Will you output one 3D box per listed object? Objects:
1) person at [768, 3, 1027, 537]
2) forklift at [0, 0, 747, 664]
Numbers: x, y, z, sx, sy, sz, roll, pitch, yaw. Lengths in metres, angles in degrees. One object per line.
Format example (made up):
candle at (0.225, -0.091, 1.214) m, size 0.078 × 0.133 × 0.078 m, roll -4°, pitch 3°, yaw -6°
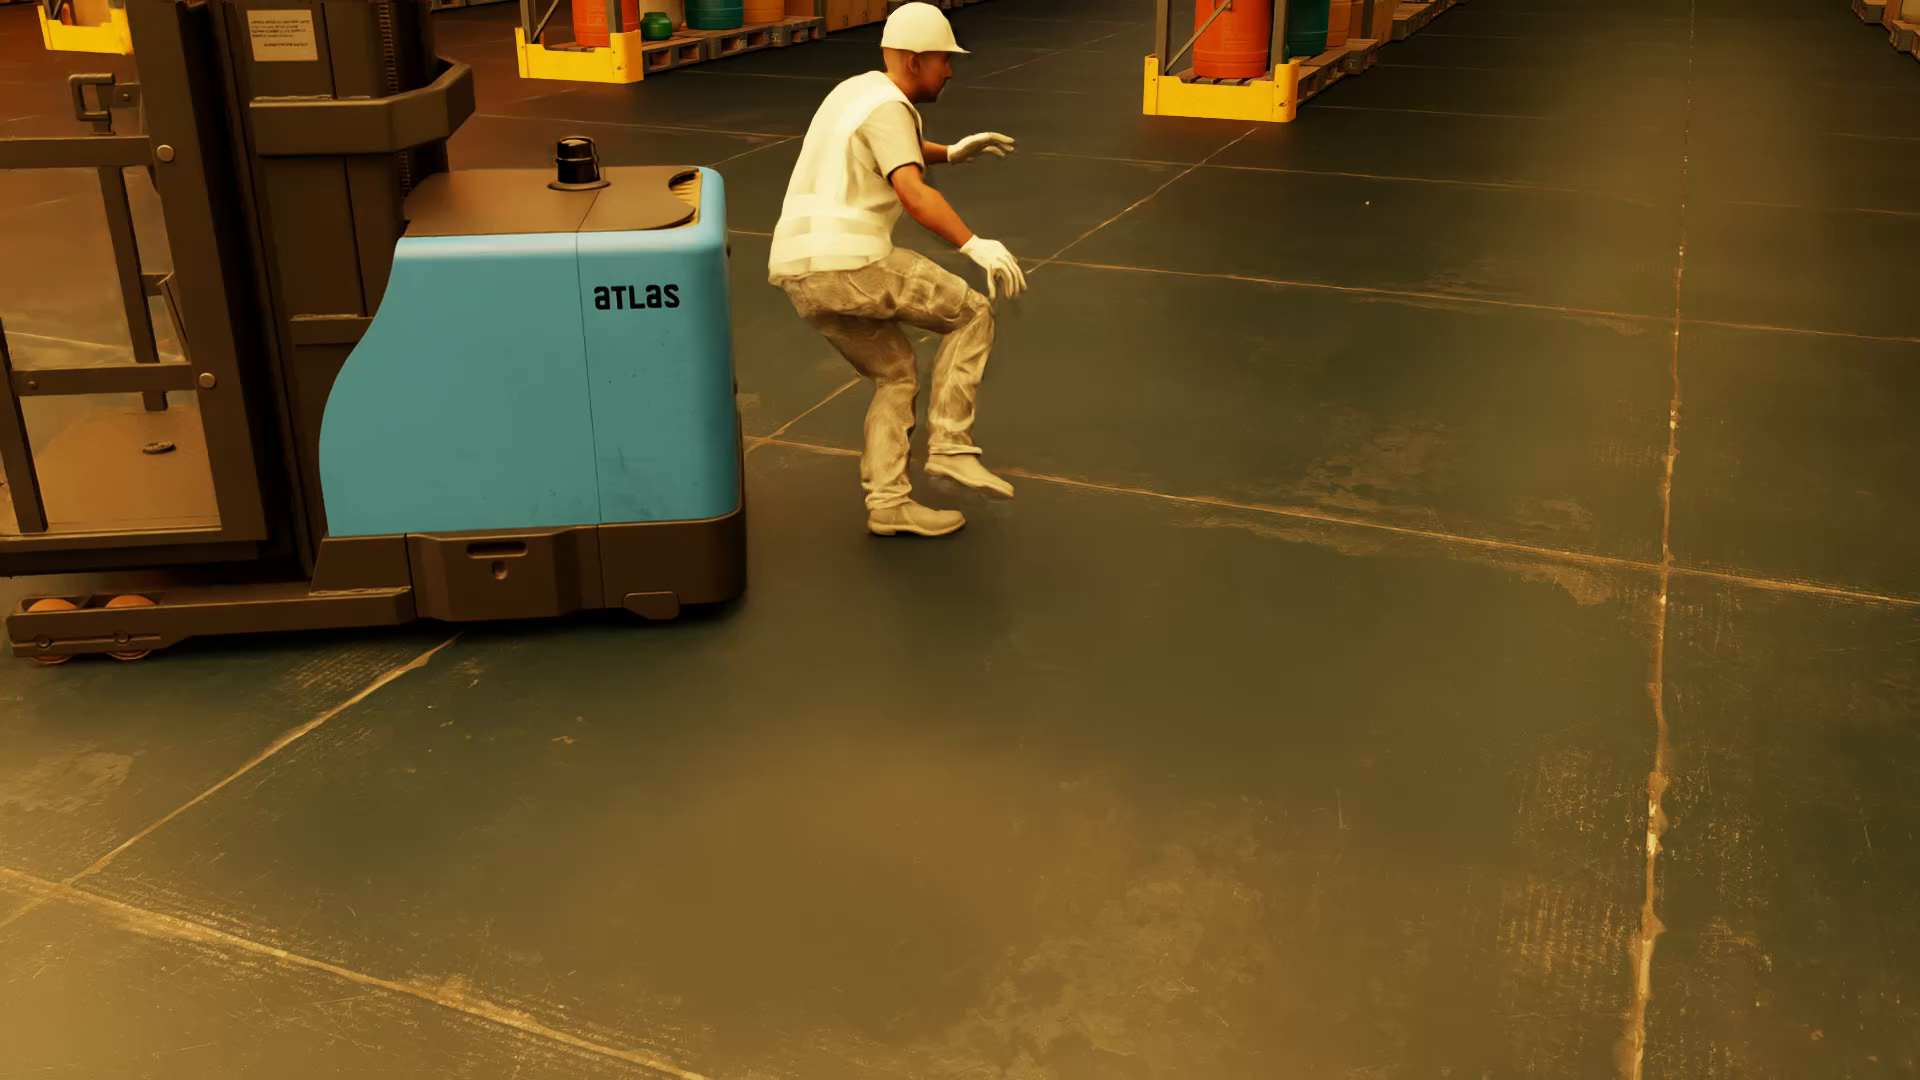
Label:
person at (-0.108, -0.865, 5.203) m, size 0.925 × 1.535 × 1.009 m, roll -15°, pitch 27°, yaw -32°
forklift at (-2.147, -1.246, 4.273) m, size 3.031 × 2.935 × 1.130 m, roll -3°, pitch 23°, yaw -7°
